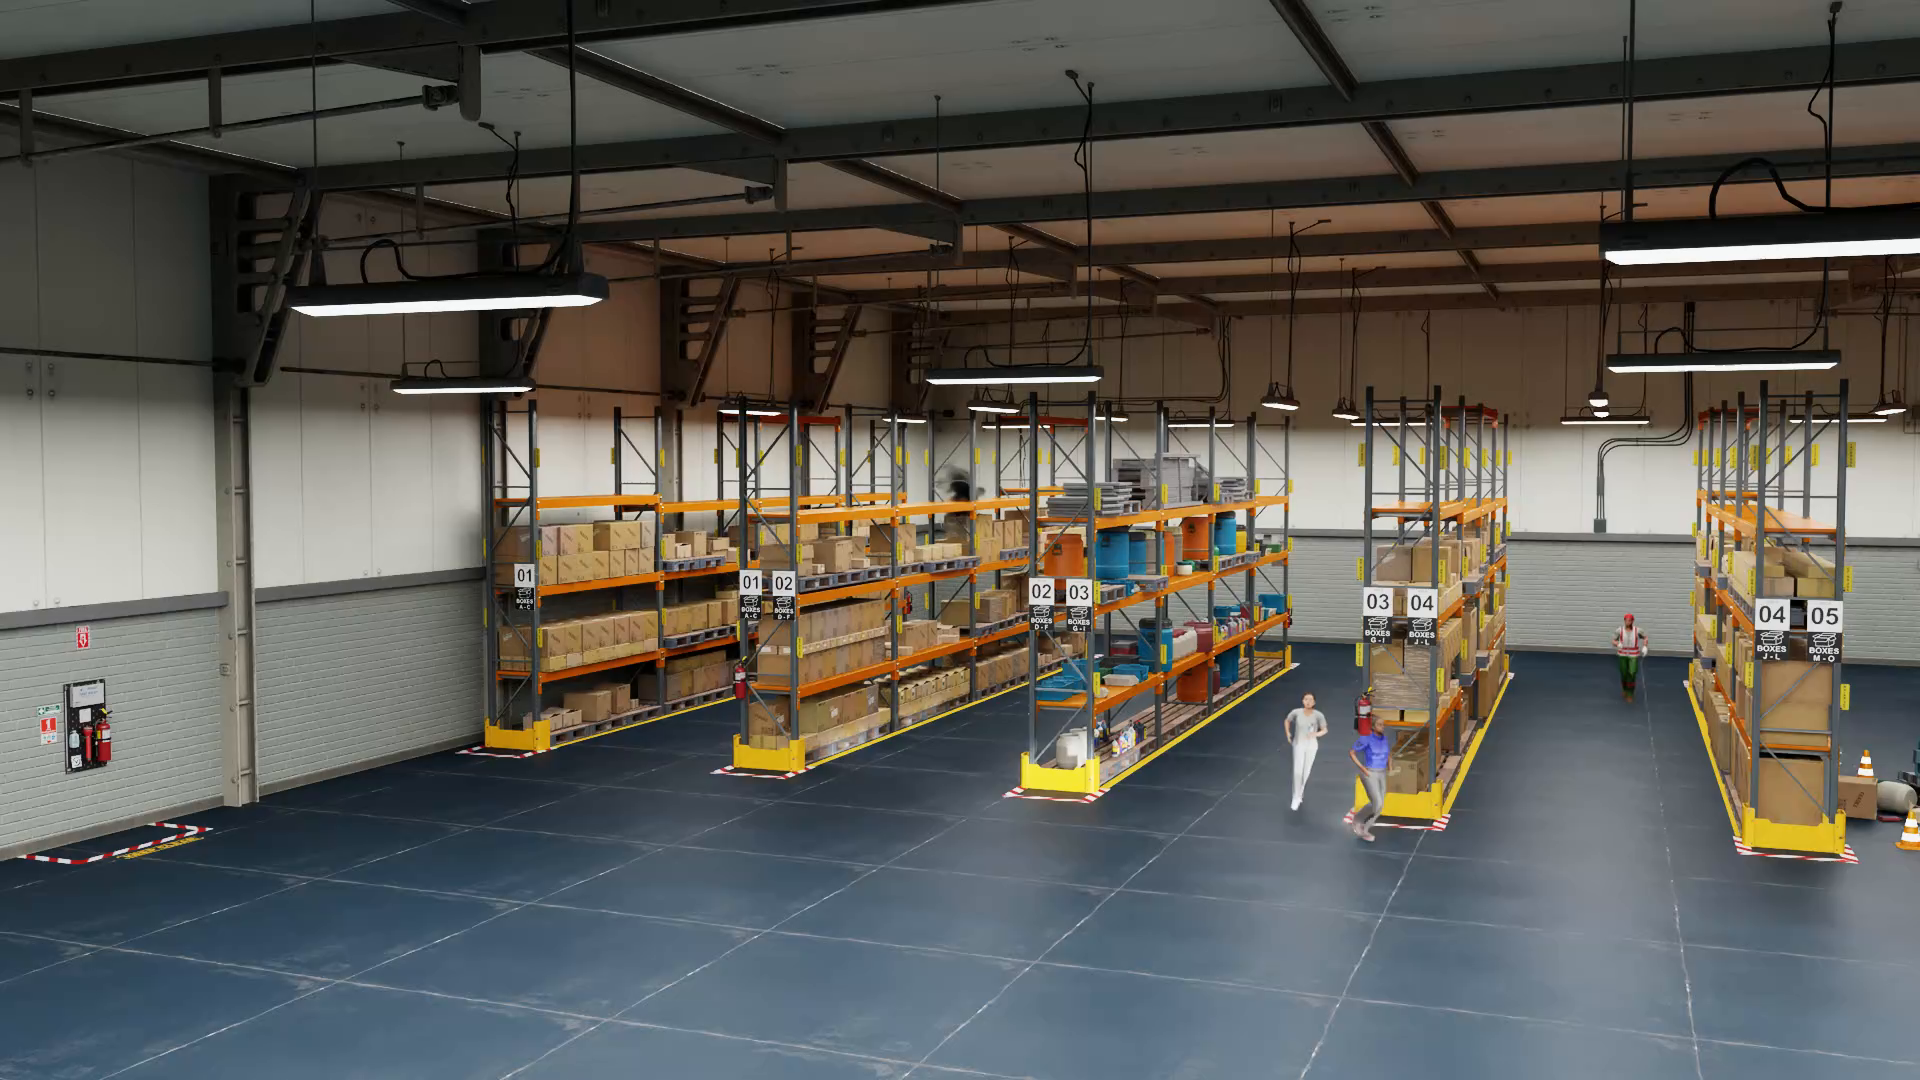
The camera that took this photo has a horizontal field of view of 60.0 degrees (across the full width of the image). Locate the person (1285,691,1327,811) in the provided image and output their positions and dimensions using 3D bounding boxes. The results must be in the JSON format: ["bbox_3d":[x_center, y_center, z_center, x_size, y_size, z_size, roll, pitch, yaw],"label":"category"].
[{"bbox_3d":[4.946,3.002,23.769,0.587,1.694,0.663,0,3,8],"label":"person"}]

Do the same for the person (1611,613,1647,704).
[{"bbox_3d":[13.751,2.415,34.193,0.683,1.824,0.864,1,3,27],"label":"person"}]

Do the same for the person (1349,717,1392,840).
[{"bbox_3d":[5.450,3.127,21.772,0.610,1.598,0.487,-1,3,-28],"label":"person"}]
